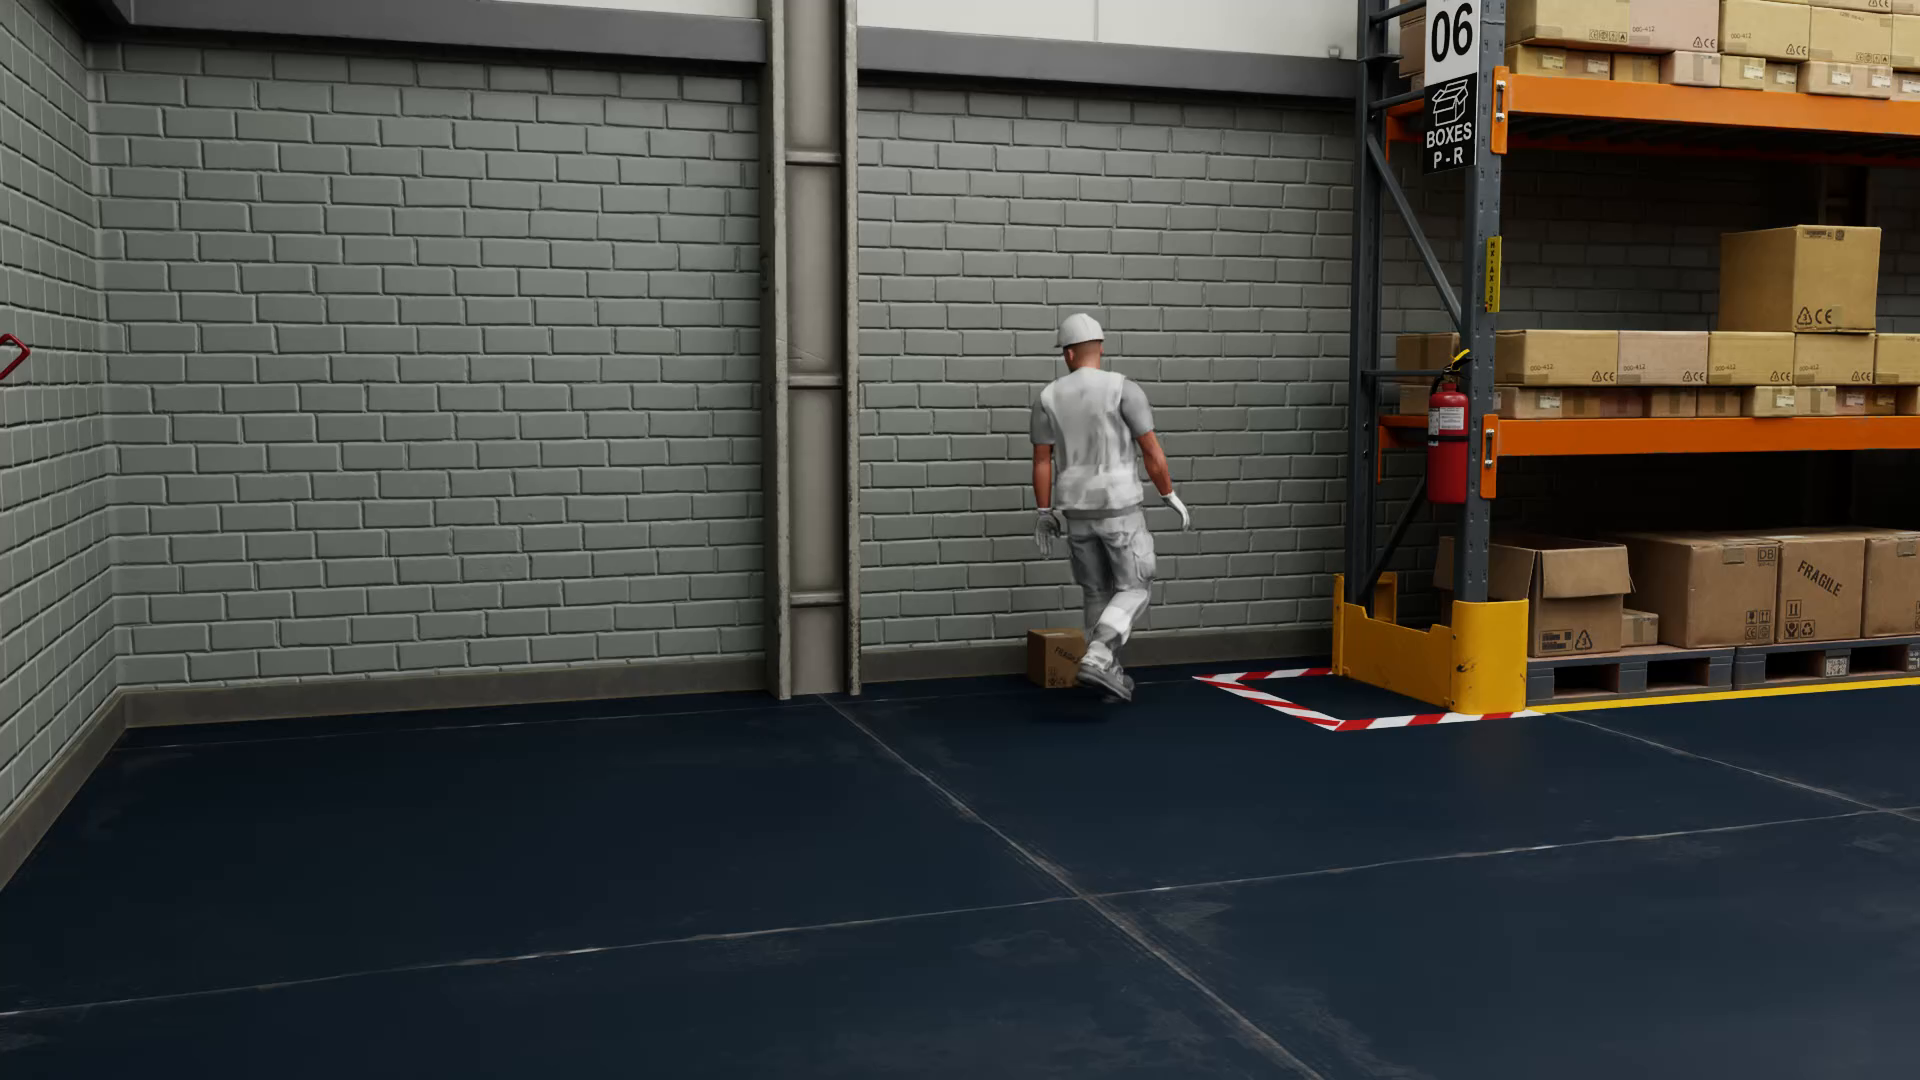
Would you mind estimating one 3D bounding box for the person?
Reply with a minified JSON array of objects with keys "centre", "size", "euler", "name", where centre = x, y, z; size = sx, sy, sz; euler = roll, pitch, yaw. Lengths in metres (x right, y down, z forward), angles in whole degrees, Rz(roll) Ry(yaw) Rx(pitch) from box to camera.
[{"centre":[0.668,-0.096,7.429],"size":[0.666,1.732,0.741],"euler":[3,6,25],"name":"person"}]
